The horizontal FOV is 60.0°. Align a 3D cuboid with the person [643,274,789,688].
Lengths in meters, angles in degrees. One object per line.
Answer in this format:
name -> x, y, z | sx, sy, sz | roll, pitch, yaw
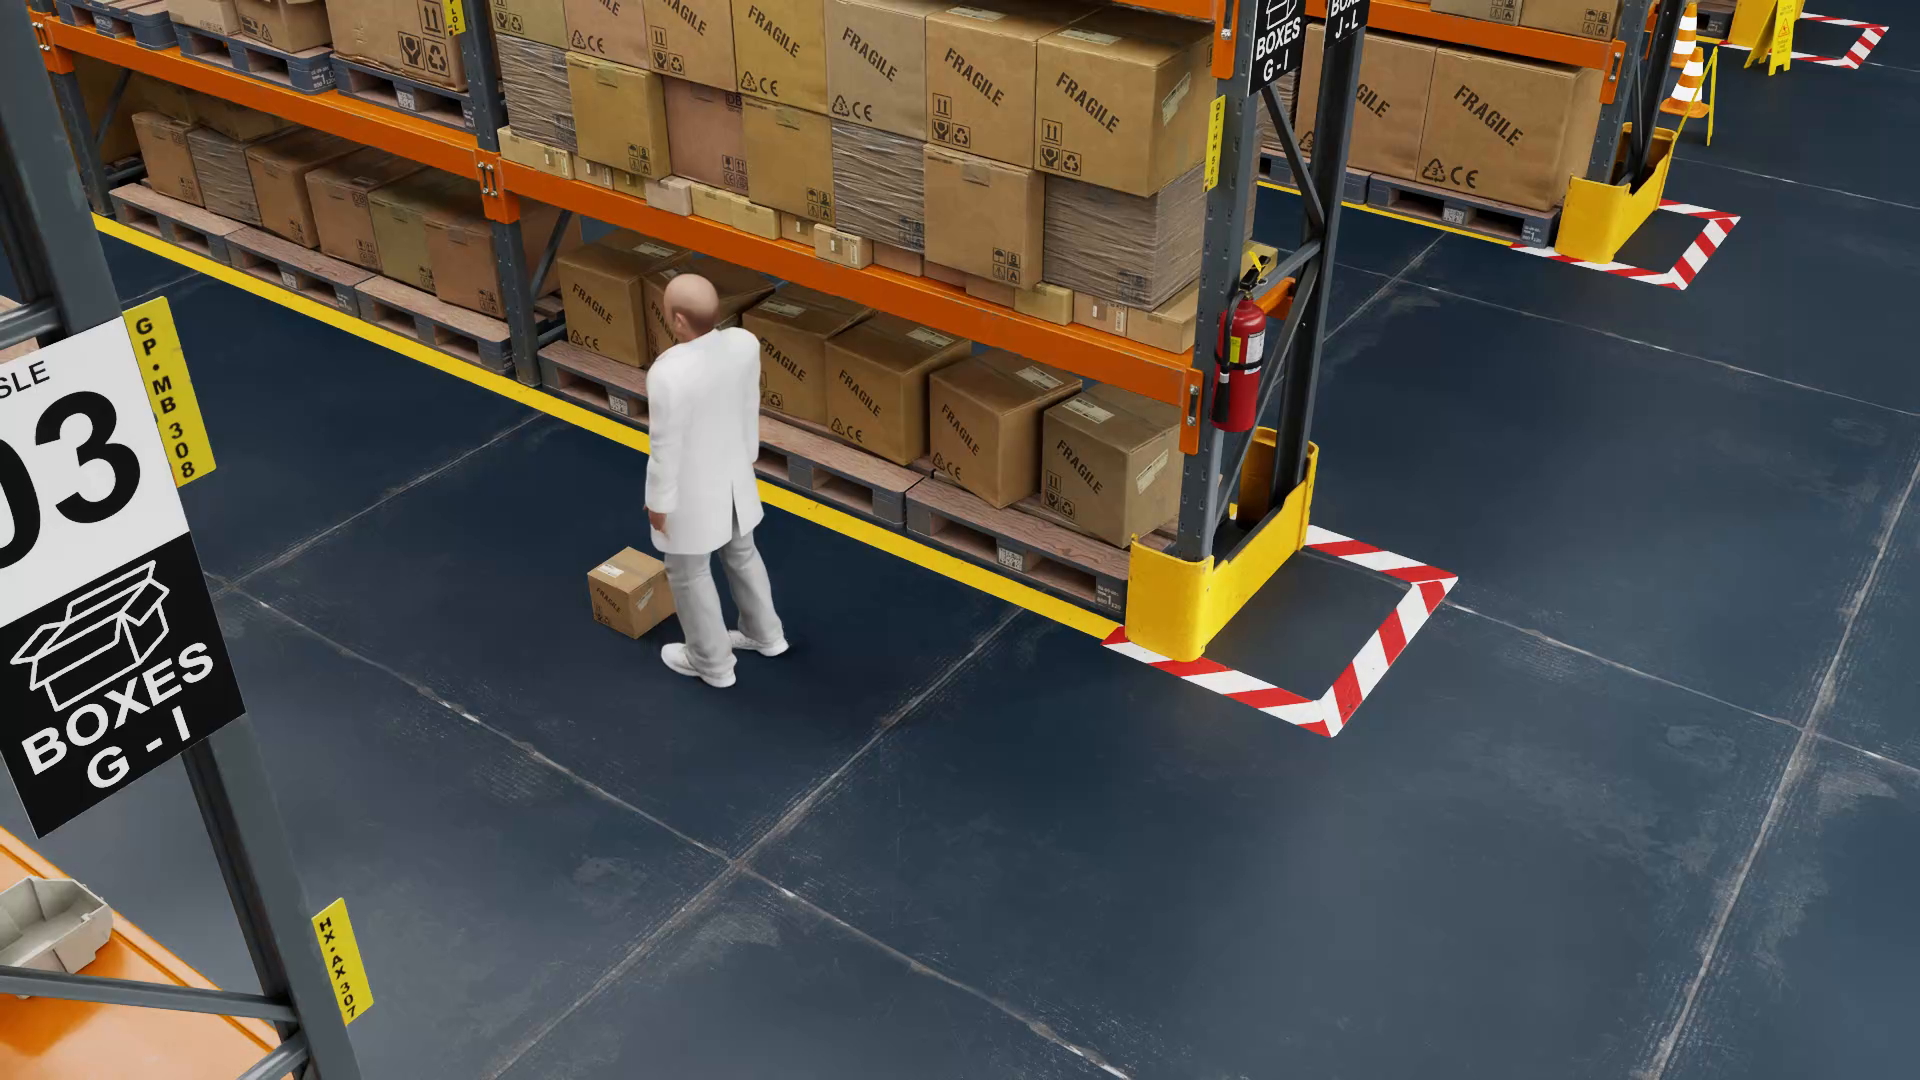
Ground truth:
person -> -1.009, -0.208, 6.503 | 0.426, 1.819, 0.565 | 22, 40, 29
